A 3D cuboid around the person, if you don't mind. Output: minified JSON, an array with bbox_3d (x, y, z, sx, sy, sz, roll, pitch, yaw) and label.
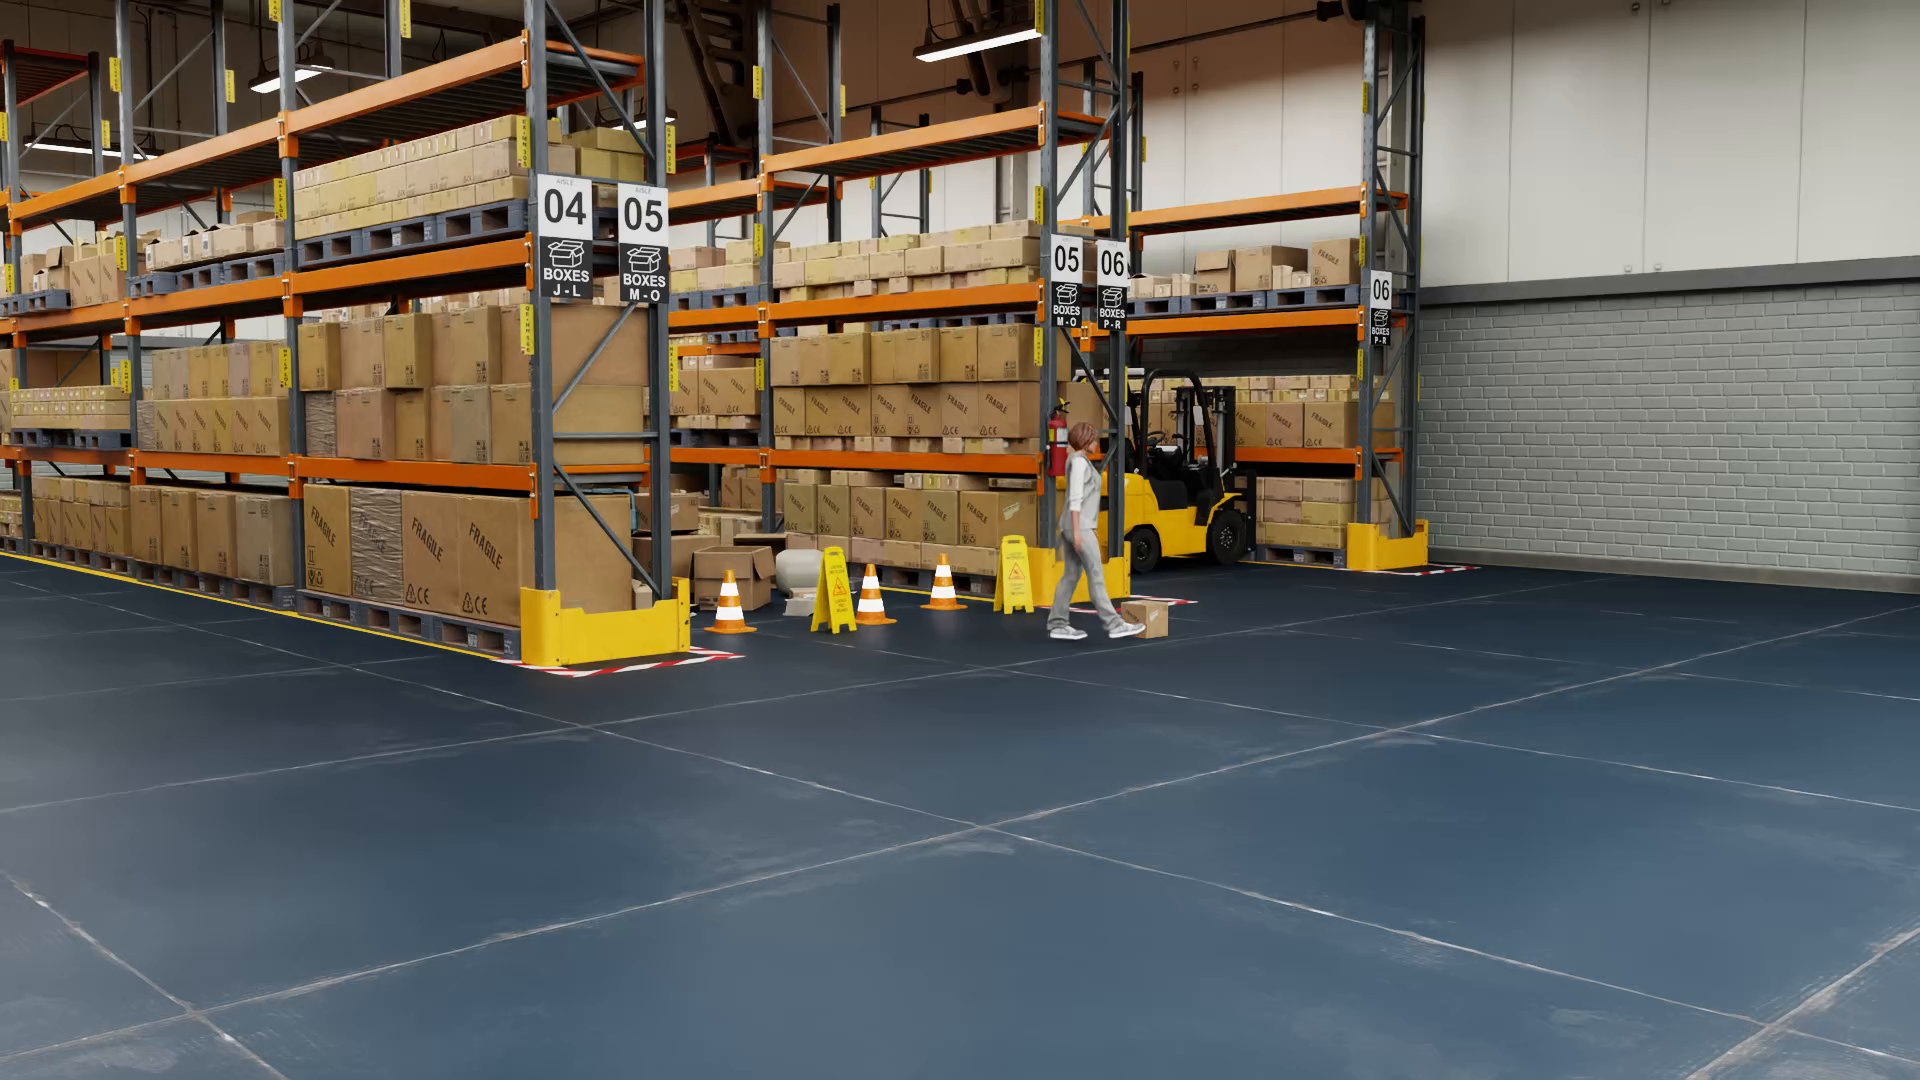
[{"bbox_3d":[0.983,-0.065,12.053,0.700,1.581,0.422,0,4,-1],"label":"person"}]
